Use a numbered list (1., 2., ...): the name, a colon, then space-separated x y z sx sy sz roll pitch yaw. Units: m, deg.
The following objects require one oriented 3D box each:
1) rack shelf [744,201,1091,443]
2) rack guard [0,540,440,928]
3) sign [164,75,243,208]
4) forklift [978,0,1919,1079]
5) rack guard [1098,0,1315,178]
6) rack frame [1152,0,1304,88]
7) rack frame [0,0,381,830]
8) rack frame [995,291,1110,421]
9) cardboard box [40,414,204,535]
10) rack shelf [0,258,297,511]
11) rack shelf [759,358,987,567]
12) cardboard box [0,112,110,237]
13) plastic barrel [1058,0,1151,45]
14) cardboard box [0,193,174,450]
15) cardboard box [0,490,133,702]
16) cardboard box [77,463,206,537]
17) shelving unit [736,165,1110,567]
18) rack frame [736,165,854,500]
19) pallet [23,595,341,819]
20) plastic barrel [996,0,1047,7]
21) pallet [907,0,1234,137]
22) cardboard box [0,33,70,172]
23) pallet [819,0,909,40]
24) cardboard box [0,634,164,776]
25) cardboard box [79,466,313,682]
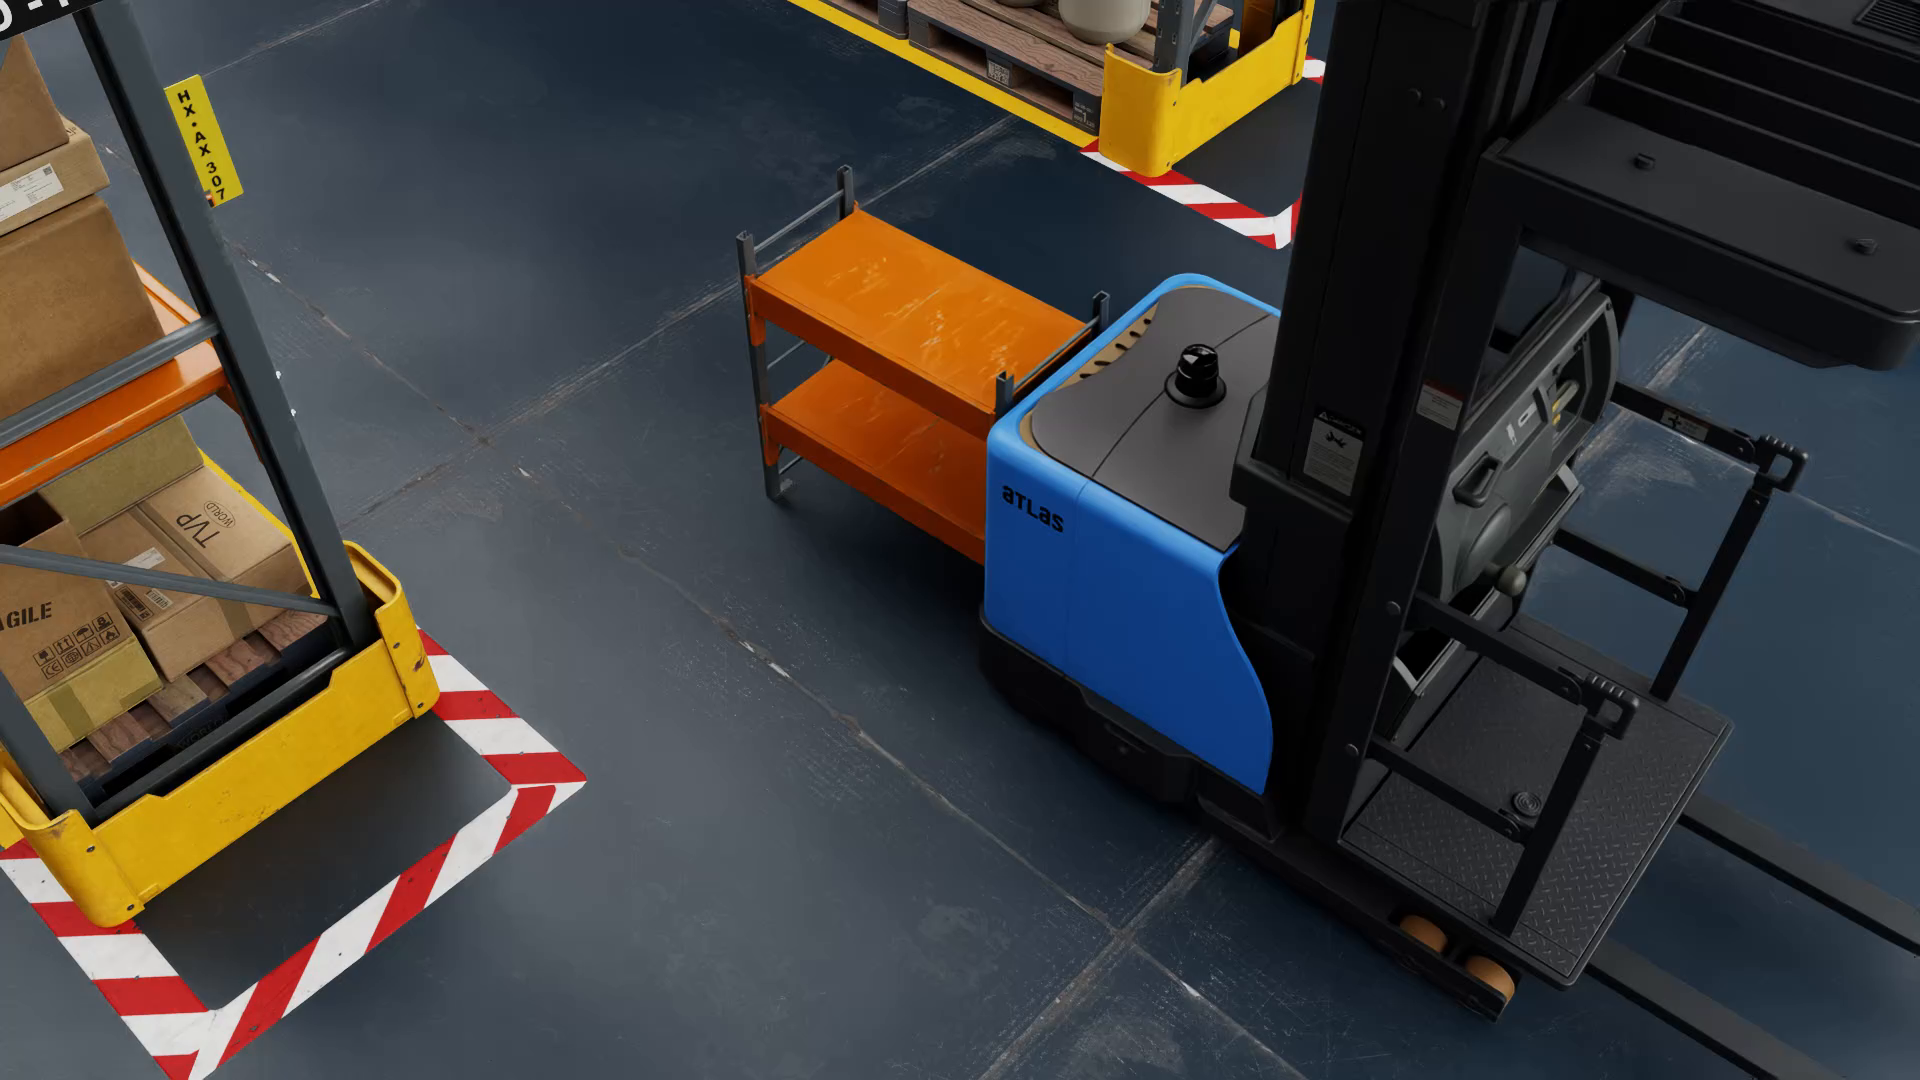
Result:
1. rack shelf: -0.122 -0.638 5.176 1.000 0.278 0.538 31 54 26
2. rack guard: -2.149 0.551 4.890 0.348 0.500 1.175 34 55 28
3. sign: -1.786 -0.934 3.921 0.005 0.325 0.100 34 55 28
4. forklift: 1.517 -0.152 3.882 3.031 2.935 1.130 31 54 26
5. rack guard: 1.108 -2.125 7.402 0.348 0.500 1.175 34 55 28
6. rack frame: 1.196 -2.968 6.479 0.127 3.000 1.000 34 55 28
7. rack frame: -2.167 -0.316 3.989 0.127 3.000 1.000 34 55 28
8. rack frame: 0.270 -0.202 5.168 0.032 1.125 0.500 31 54 26
9. cardboard box: -2.779 -0.406 5.157 0.500 0.500 0.500 34 55 28
10. rack shelf: -3.636 -1.059 5.180 4.000 0.370 1.077 34 55 28
11. rack shelf: -0.122 -0.270 5.568 1.000 0.278 0.538 31 54 26
12. cardboard box: -2.309 -0.882 4.007 0.250 0.149 0.380 34 55 27
13. plastic barrel: 0.660 -2.545 7.500 0.421 0.512 0.421 0 47 0
14. cardboard box: -2.501 -0.588 4.176 0.500 0.500 0.700 34 55 28
15. cardboard box: -2.763 0.119 4.665 0.500 0.500 0.500 34 55 28
16. cardboard box: -2.780 -0.149 5.430 0.500 0.250 0.500 34 55 28
17. shelving unit: -0.122 -0.438 5.389 1.048 1.125 0.538 31 54 26
18. rack frame: -0.515 -0.673 5.610 0.032 1.125 0.500 31 54 26
19. pallet: -2.757 0.282 5.340 1.213 0.211 1.003 34 55 28
20. plastic barrel: 0.292 -2.793 7.733 0.421 0.512 0.421 0 47 0
21. pallet: 0.514 -2.431 7.887 1.213 0.211 1.003 34 55 28
22. cardboard box: -2.540 -1.058 3.728 0.500 0.500 0.700 34 55 28
23. pallet: -0.378 -3.034 8.454 1.213 0.211 1.003 34 55 28
24. cardboard box: -2.761 0.374 4.939 0.500 0.250 0.500 34 55 28
25. cardboard box: -2.410 0.097 5.200 0.500 0.250 0.500 34 55 28
